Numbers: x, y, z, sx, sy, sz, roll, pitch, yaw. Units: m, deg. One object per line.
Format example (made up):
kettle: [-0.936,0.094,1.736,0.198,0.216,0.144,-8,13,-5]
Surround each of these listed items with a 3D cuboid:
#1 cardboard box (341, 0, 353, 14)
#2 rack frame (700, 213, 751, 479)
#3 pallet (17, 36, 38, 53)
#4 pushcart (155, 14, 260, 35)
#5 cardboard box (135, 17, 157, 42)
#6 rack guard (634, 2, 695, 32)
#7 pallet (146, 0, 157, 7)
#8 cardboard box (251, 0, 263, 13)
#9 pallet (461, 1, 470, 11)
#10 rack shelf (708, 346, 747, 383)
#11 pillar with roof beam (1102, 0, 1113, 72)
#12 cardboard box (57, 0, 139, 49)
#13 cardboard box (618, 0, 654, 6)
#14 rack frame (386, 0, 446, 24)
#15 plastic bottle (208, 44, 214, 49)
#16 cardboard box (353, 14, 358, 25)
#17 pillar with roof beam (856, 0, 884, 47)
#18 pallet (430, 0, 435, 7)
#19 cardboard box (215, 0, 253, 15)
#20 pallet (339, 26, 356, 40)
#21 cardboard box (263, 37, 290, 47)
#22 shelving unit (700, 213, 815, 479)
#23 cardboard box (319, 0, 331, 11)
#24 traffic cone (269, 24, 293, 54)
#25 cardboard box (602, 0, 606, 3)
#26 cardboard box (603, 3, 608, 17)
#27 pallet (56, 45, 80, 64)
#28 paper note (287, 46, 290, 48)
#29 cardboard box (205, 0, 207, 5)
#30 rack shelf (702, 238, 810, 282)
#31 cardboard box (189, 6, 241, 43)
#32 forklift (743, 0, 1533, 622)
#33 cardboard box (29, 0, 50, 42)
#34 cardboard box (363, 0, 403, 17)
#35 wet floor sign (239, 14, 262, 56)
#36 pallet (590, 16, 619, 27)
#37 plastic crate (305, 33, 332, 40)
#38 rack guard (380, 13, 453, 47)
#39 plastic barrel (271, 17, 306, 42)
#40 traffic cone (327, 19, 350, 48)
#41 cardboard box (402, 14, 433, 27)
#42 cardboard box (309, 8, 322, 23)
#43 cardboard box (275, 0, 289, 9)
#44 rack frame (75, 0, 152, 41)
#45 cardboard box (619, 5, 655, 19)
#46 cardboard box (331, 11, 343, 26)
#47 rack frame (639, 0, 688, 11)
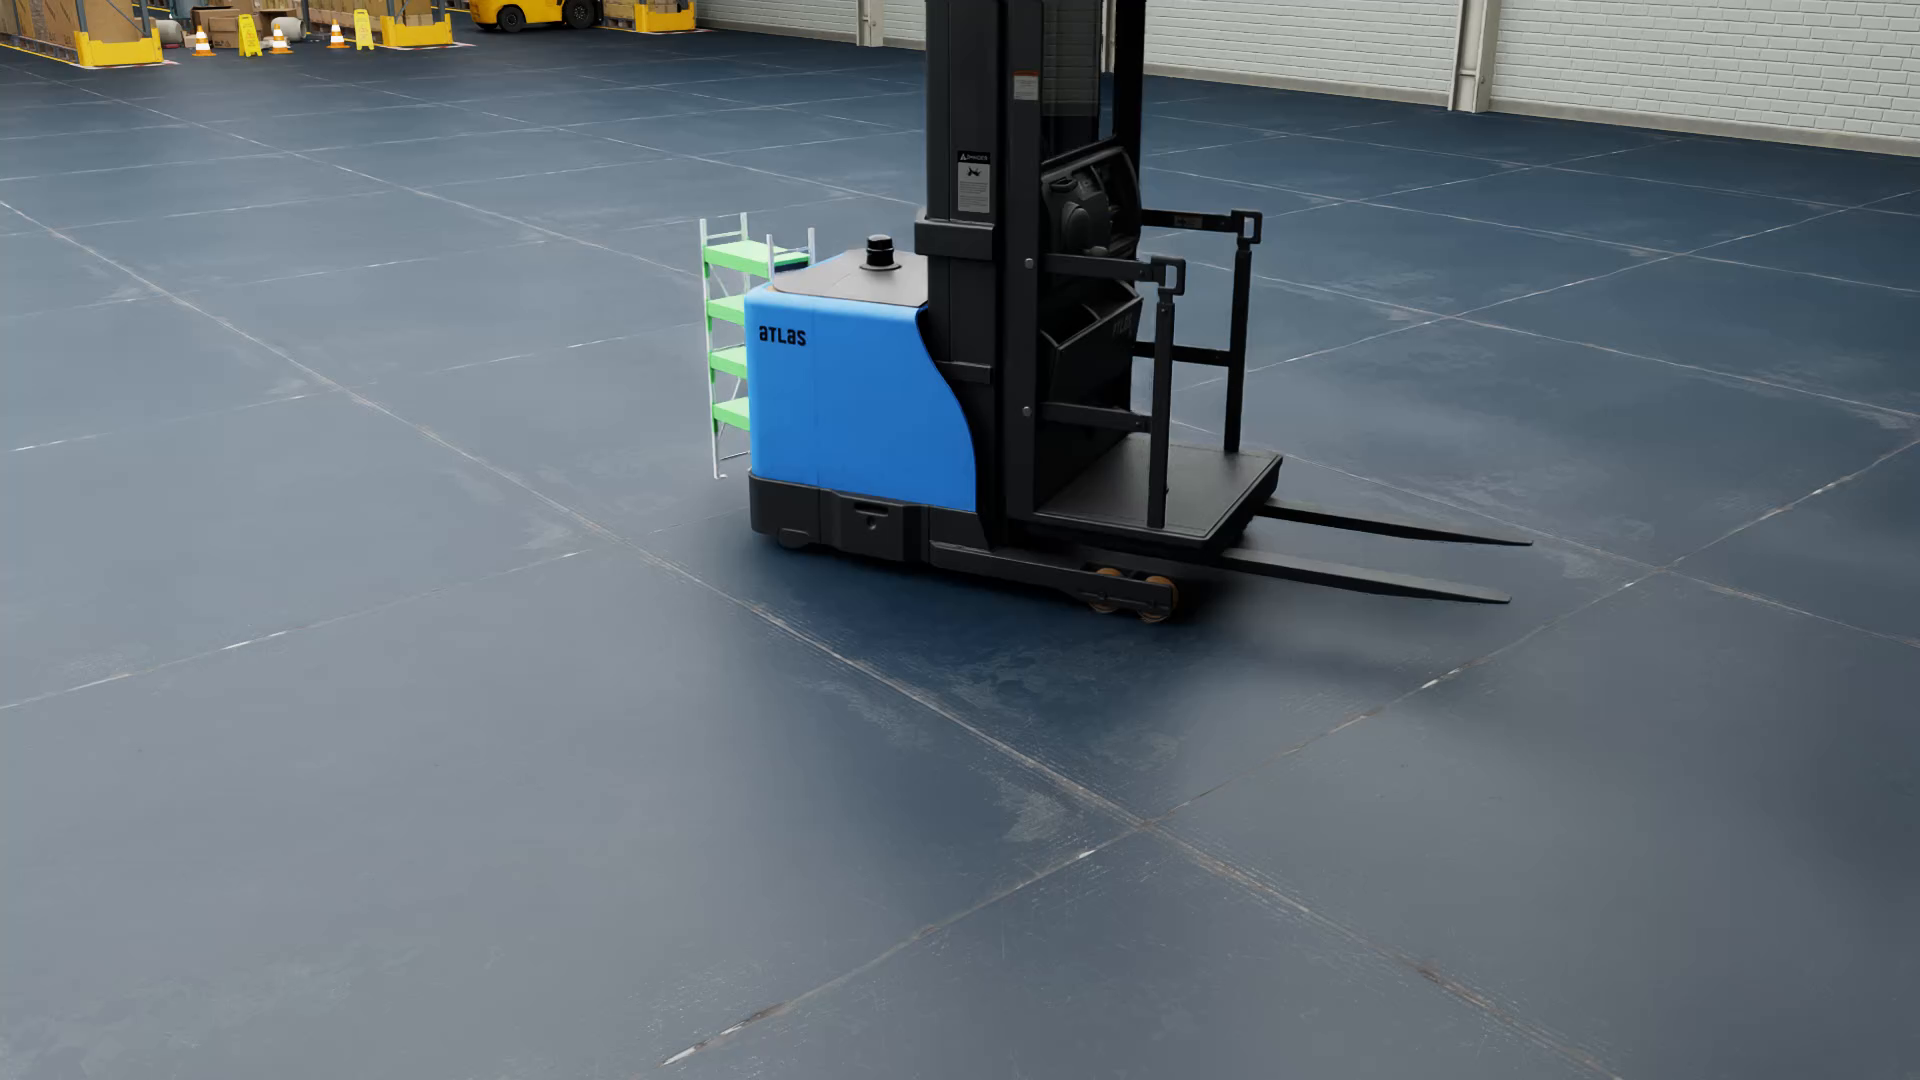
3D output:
cardboard box: [-10.850,-9.791,30.035,0.500,0.500,0.500,-18,28,-39]
rack frame: [-1.046,-0.873,7.567,0.240,1.200,0.015,-19,28,-39]
pallet: [-15.320,-8.454,28.280,1.003,0.211,1.213,-17,27,-37]
pushcart: [-13.767,-9.410,30.492,0.936,0.377,1.648,12,24,27]
cardboard box: [-13.966,-8.634,28.339,0.500,0.500,0.500,-12,25,-28]
rack guard: [-5.688,-10.095,32.072,1.175,0.500,0.348,-17,27,-37]
pallet: [-18.532,-12.666,39.032,1.003,0.211,1.213,-17,27,-37]
cardboard box: [-13.835,-10.904,33.739,0.950,0.372,0.625,-18,28,-38]
pallet: [-10.418,-11.940,37.180,1.003,0.211,1.213,-17,27,-37]
rack shelf: [-0.880,-0.748,7.423,0.258,0.148,0.480,-19,28,-39]
pillar with roof beam: [-0.904,-10.125,20.497,9.100,9.000,0.400,-17,27,-37]
cardboard box: [-13.638,-8.254,26.283,0.875,0.875,0.875,-17,27,-37]
cardboard box: [-6.258,-10.473,32.120,0.500,0.250,0.500,-18,28,-38]
rack frame: [-9.462,-10.083,28.614,1.000,3.000,0.127,-17,27,-37]
plastic bottle: [-12.933,-8.458,28.495,0.283,0.061,0.133,12,24,27]
cardboard box: [-10.525,-9.302,29.815,0.500,0.250,0.500,-17,27,-37]
pillar with roof beam: [-4.820,-11.783,24.729,9.100,9.000,0.400,-17,27,-37]
pallet: [-12.177,-12.729,39.195,1.003,0.211,1.213,-17,27,-37]
cardboard box: [-13.402,-9.944,30.650,0.500,0.500,0.500,-17,27,-37]
pallet: [-10.807,-9.375,30.631,1.003,0.211,1.213,-17,27,-37]
cardboard box: [-11.847,-8.636,28.830,0.380,0.149,0.250,-4,22,-10]
shelving unit: [-0.880,-0.807,7.400,0.258,1.200,0.503,-19,28,-39]
cardboard box: [-11.534,-10.080,30.773,0.500,0.500,0.500,-16,27,-35]
traffic cone: [-11.339,-8.355,27.681,0.336,0.463,0.334,-17,27,-37]
cardboard box: [-6.930,-10.752,32.832,0.500,0.250,0.500,-18,28,-39]
cardboard box: [-6.887,-10.515,32.912,0.500,0.250,0.500,-17,27,-37]
pallet: [-13.727,-7.780,26.559,1.003,0.211,1.213,-17,27,-37]
paper note: [-11.587,-8.488,28.612,0.142,0.019,0.148,12,24,27]
cardboard box: [-16.234,-12.204,36.368,0.875,0.875,0.875,-16,27,-36]
rack shelf: [-0.880,-1.195,7.248,0.258,0.148,0.480,-19,28,-39]
cardboard box: [-13.143,-9.122,29.399,0.797,0.637,0.503,-17,27,-37]
forklift: [0.686,-1.281,6.235,3.031,2.935,1.130,10,23,23]
cardboard box: [-14.808,-8.749,27.547,0.875,0.875,0.875,-17,27,-37]
cardboard box: [-10.182,-9.506,29.308,0.500,0.500,0.500,-17,27,-37]
wet floor sign: [-11.627,-8.243,27.146,0.232,0.644,0.267,17,27,36]
pallet: [-7.027,-10.505,33.516,1.003,0.211,1.213,-17,27,-37]
plastic crate: [-11.669,-9.199,30.362,0.583,0.080,0.402,12,24,27]
rack guard: [-9.511,-8.940,29.123,1.175,0.500,0.348,-17,27,-37]
plastic barrel: [-11.957,-9.093,29.620,0.512,0.421,0.421,0,21,-1]
traffic cone: [-10.720,-8.713,28.596,0.336,0.463,0.334,-17,27,-37]
cardboard box: [-9.779,-9.287,29.776,0.500,0.250,0.500,-18,28,-38]
cardboard box: [-11.892,-9.876,31.280,0.500,0.250,0.500,-19,28,-40]
cardboard box: [-12.889,-10.502,32.711,0.950,0.372,0.625,-15,26,-34]
rack frame: [-13.146,-8.876,25.534,1.000,3.000,0.127,-17,27,-37]
cardboard box: [-6.250,-10.235,32.197,0.500,0.250,0.500,-17,27,-37]
cardboard box: [-11.187,-9.585,30.537,0.500,0.250,0.500,-18,28,-38]
rack frame: [-5.704,-11.265,31.633,1.000,3.000,0.127,-17,27,-37]
